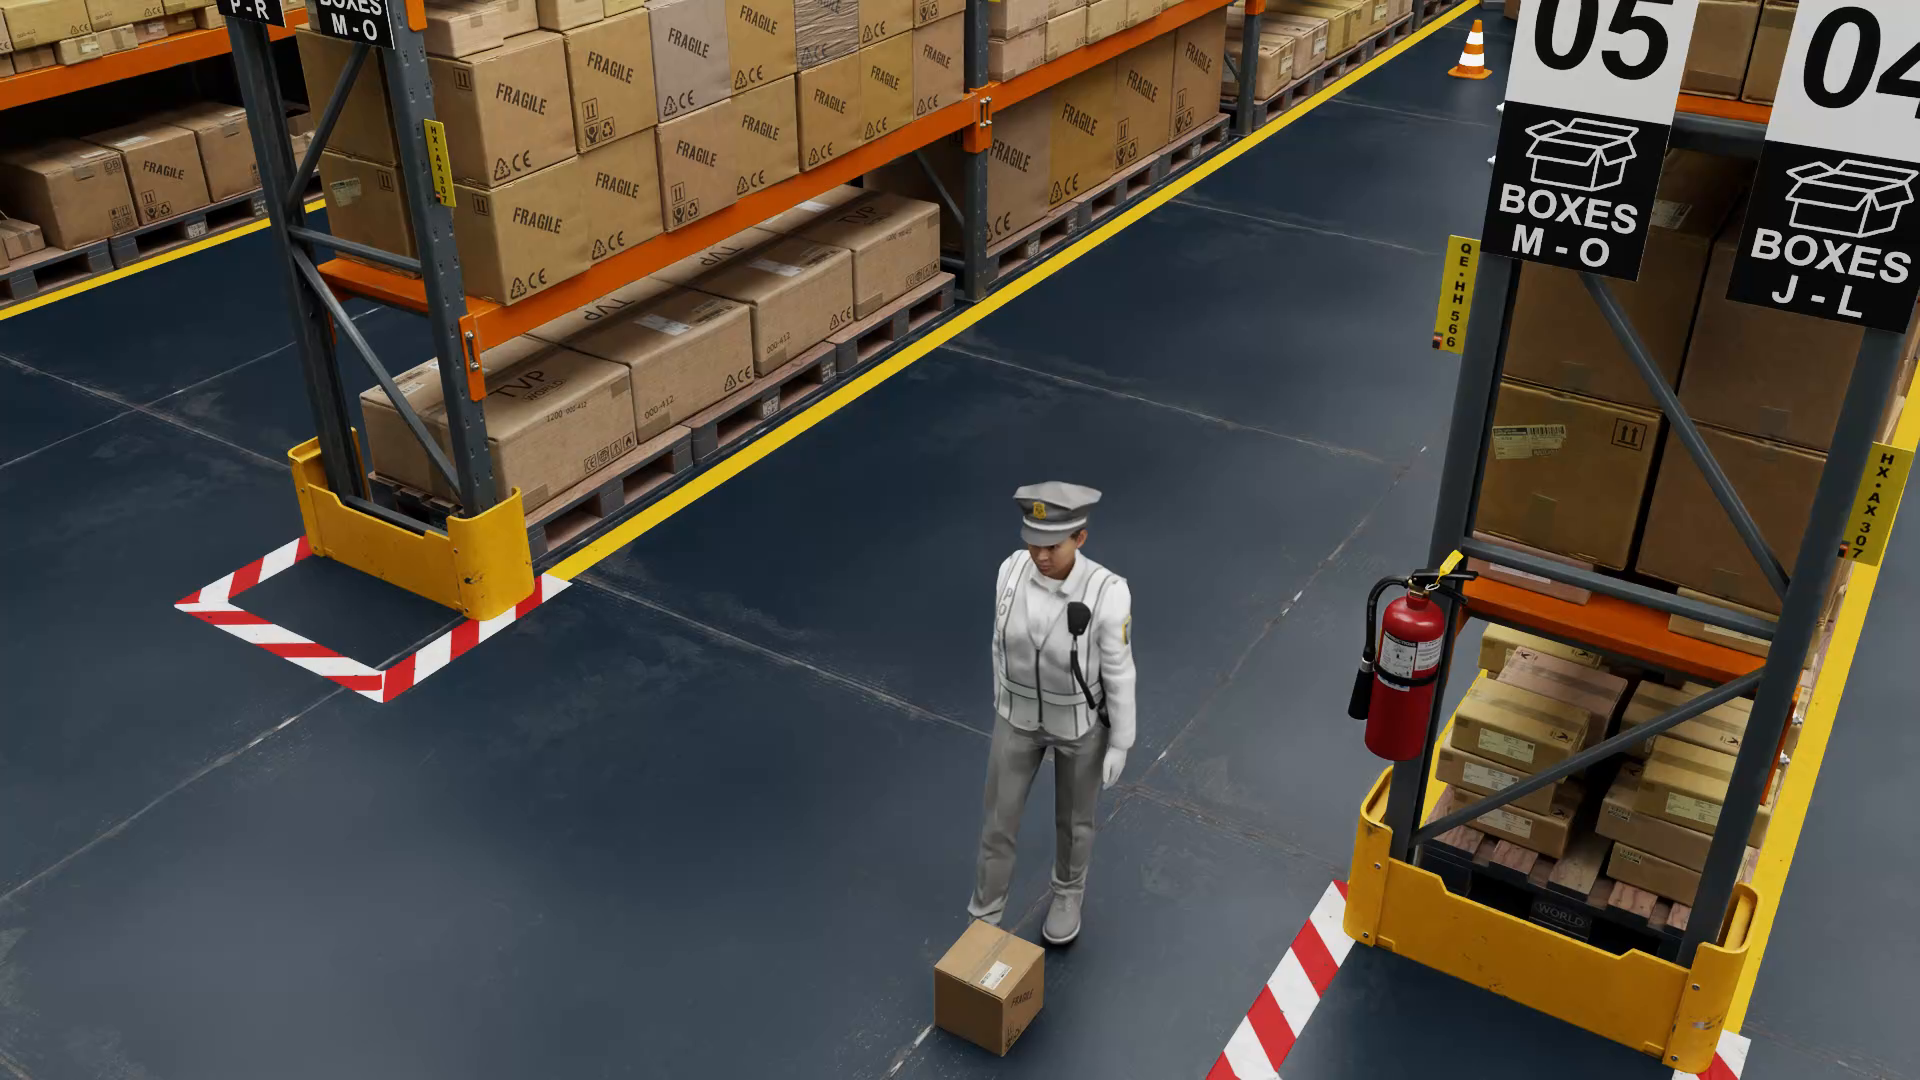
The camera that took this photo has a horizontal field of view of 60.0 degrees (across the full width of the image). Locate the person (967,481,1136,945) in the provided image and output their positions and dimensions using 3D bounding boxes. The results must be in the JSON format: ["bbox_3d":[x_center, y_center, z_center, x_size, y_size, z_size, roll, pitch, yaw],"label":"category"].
[{"bbox_3d":[0.267,0.621,5.054,0.498,1.669,0.594,11,32,18],"label":"person"}]
